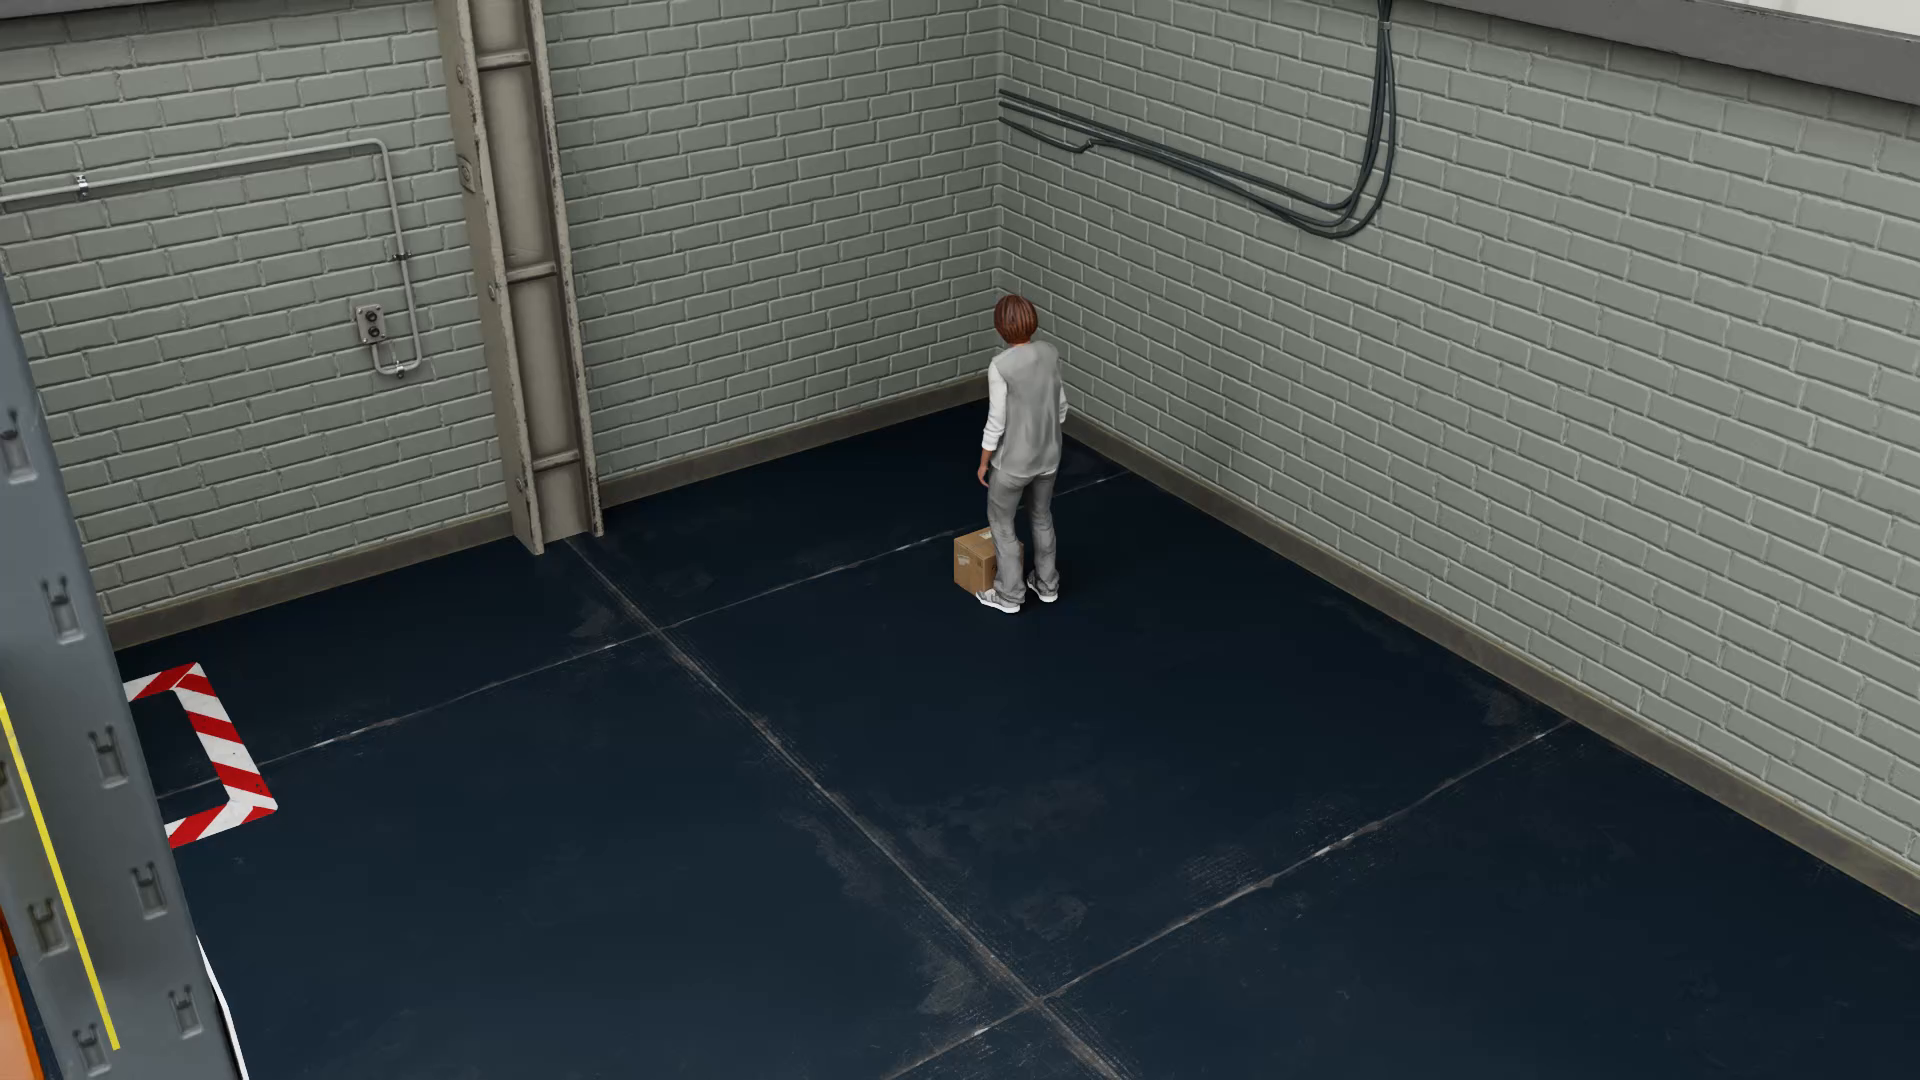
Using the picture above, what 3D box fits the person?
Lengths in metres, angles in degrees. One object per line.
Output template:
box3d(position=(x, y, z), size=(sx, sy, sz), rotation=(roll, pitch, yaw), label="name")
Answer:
box3d(position=(0.287, -0.379, 7.831), size=(0.461, 1.582, 0.364), rotation=(-19, 34, -30), label="person")
